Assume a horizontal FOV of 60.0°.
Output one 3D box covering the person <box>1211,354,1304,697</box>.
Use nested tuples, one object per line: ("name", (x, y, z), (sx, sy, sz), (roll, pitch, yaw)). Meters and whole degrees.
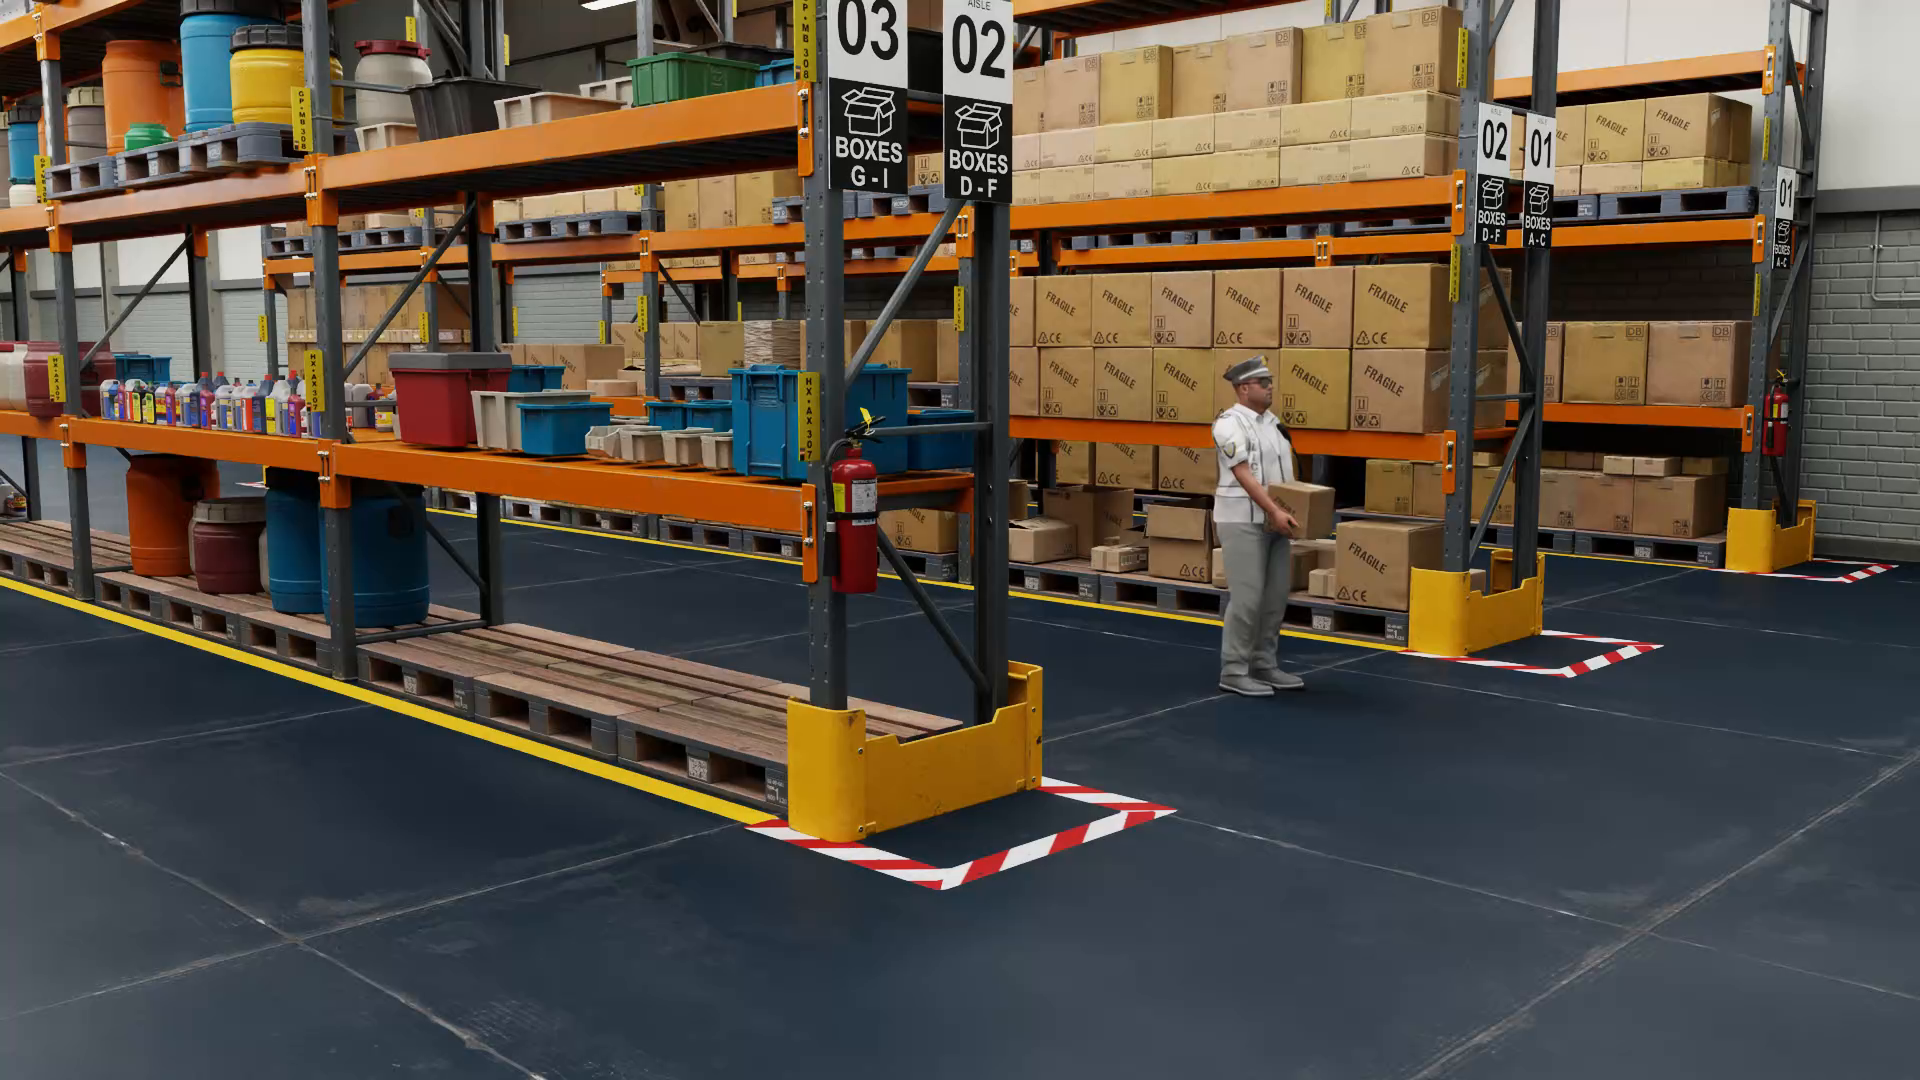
("person", (1.634, -0.085, 8.805), (0.555, 1.776, 0.503), (7, 10, 43))
